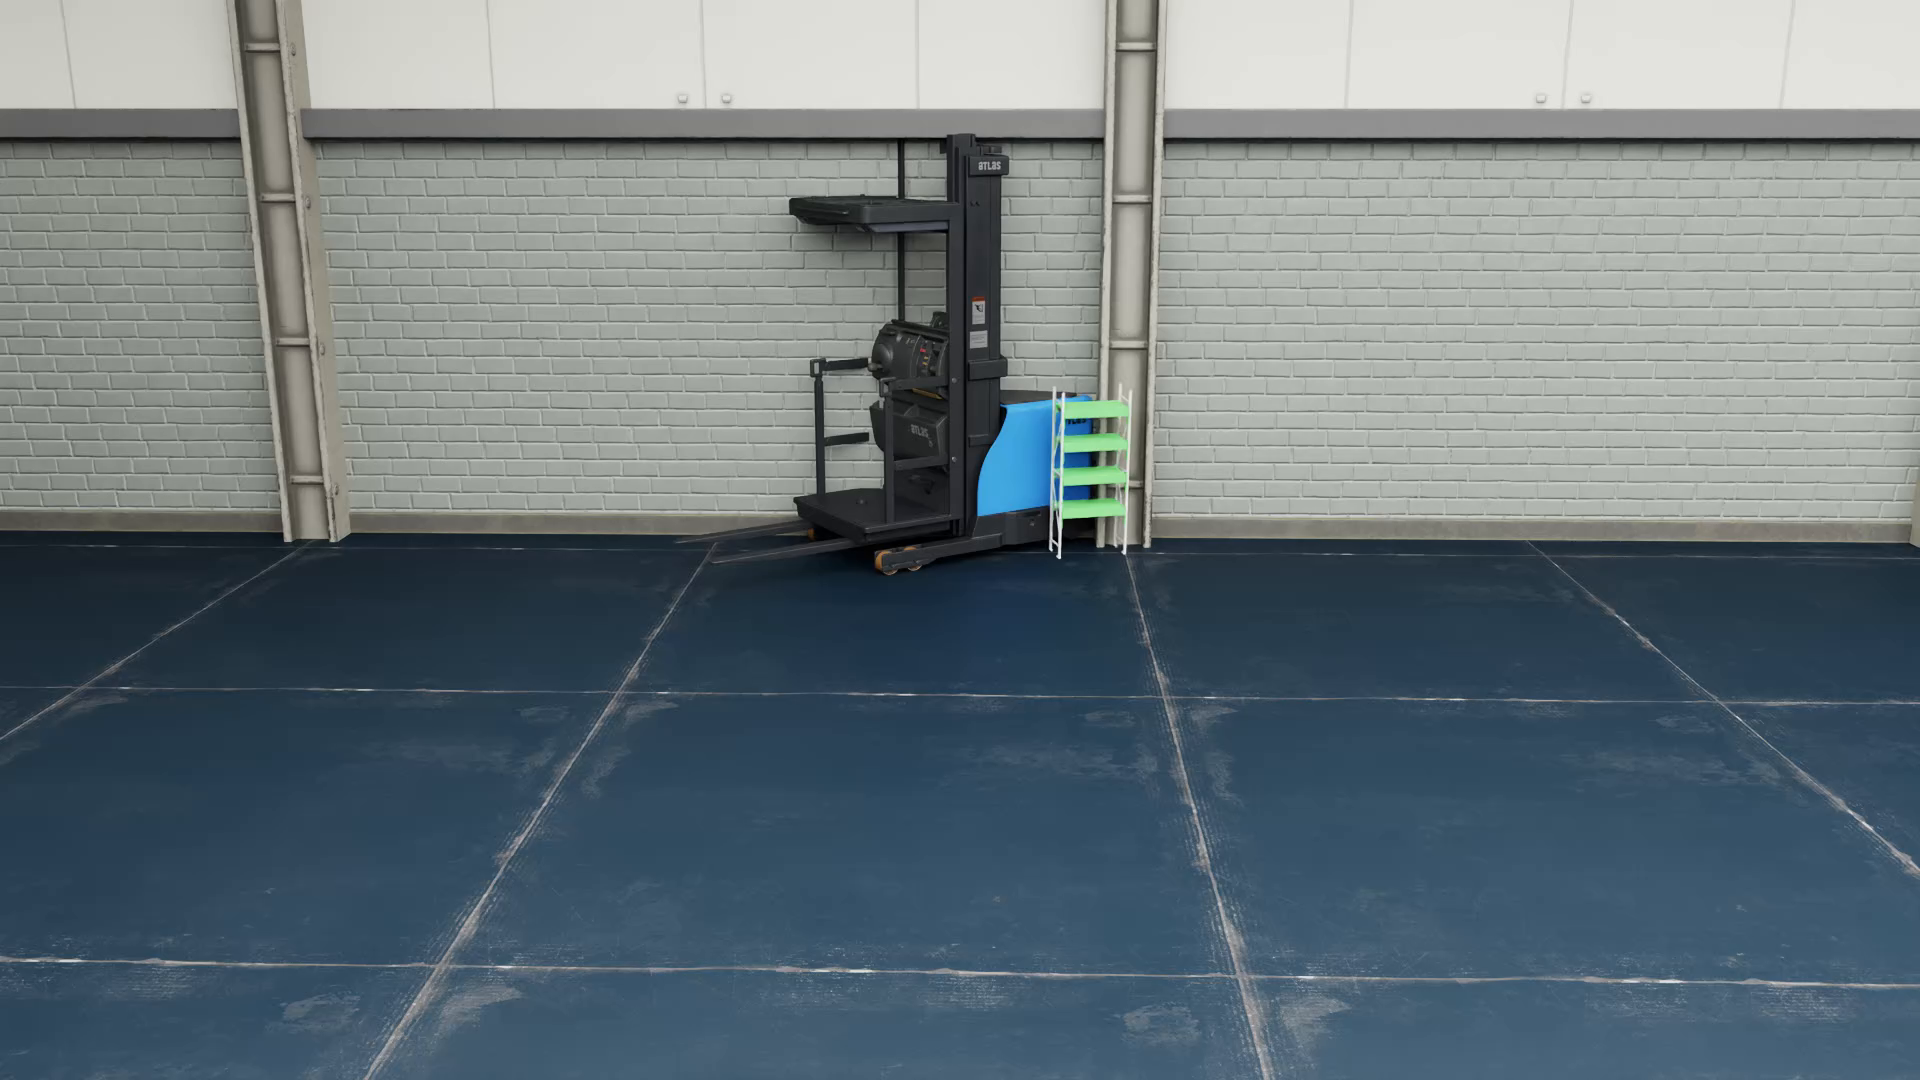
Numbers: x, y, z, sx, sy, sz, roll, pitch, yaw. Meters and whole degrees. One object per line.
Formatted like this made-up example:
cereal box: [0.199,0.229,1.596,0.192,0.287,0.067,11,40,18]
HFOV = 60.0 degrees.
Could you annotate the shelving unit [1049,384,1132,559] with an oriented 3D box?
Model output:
shelving unit: [0.923,-0.488,11.822,0.503,1.200,0.258,-3,17,-13]

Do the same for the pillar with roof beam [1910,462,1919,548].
pillar with roof beam: [7.087,-3.201,6.833,0.400,9.000,9.100,0,15,1]

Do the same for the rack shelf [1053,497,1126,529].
rack shelf: [0.921,-0.196,11.908,0.480,0.148,0.258,-3,17,-13]

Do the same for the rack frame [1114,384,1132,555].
rack frame: [1.161,-0.502,11.875,0.015,1.200,0.240,-3,17,-13]

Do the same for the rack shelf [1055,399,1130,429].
rack shelf: [0.926,-0.887,11.705,0.480,0.148,0.258,-3,17,-13]

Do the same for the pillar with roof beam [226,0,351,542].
pillar with roof beam: [-4.909,-3.279,7.129,0.400,9.000,9.100,0,15,1]

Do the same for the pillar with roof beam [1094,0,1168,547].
pillar with roof beam: [1.089,-3.240,6.981,0.400,9.000,9.100,0,15,1]

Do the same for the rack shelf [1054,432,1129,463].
rack shelf: [0.924,-0.657,11.772,0.480,0.148,0.258,-3,17,-13]

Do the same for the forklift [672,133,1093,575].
forklift: [-0.529,-1.331,11.638,3.031,2.935,1.130,-9,17,-31]

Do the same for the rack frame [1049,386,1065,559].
rack frame: [0.685,-0.474,11.769,0.015,1.200,0.240,-3,17,-13]

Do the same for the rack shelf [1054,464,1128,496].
rack shelf: [0.923,-0.427,11.840,0.480,0.148,0.258,-3,17,-13]
